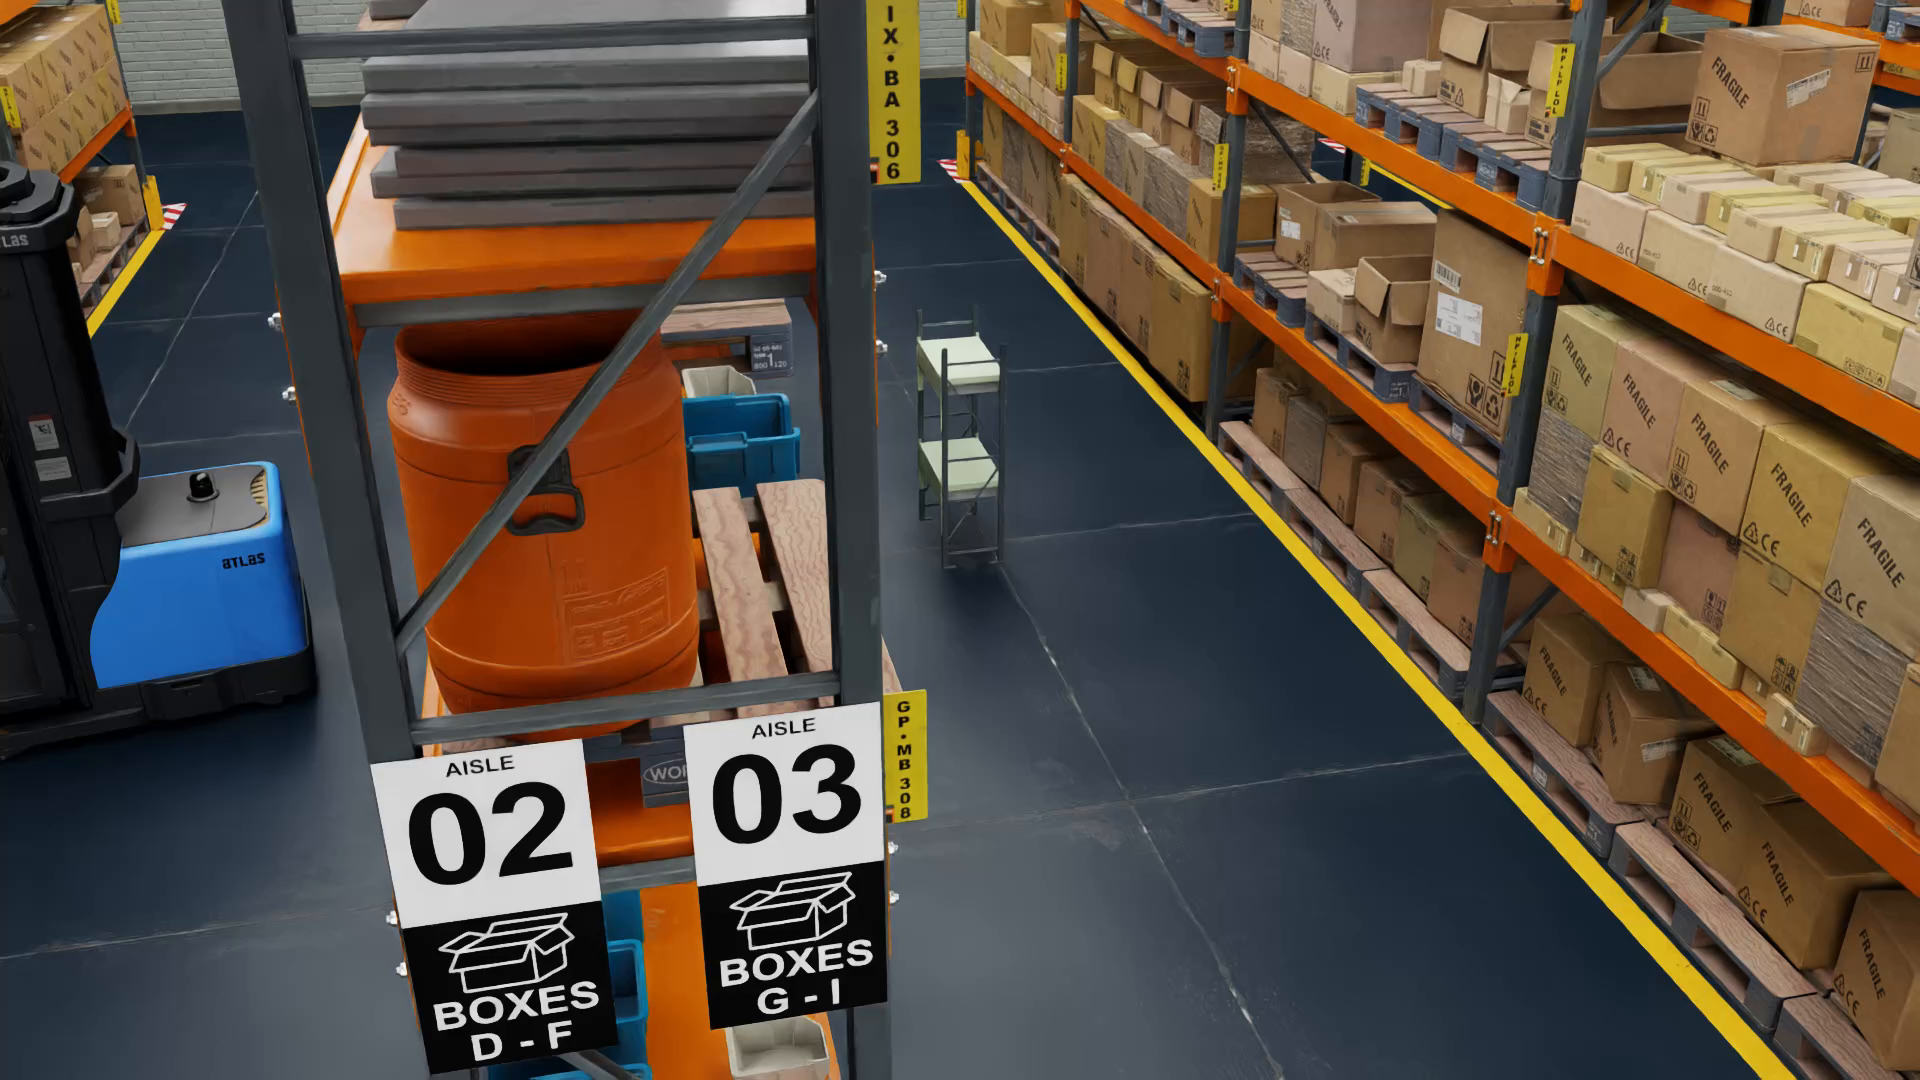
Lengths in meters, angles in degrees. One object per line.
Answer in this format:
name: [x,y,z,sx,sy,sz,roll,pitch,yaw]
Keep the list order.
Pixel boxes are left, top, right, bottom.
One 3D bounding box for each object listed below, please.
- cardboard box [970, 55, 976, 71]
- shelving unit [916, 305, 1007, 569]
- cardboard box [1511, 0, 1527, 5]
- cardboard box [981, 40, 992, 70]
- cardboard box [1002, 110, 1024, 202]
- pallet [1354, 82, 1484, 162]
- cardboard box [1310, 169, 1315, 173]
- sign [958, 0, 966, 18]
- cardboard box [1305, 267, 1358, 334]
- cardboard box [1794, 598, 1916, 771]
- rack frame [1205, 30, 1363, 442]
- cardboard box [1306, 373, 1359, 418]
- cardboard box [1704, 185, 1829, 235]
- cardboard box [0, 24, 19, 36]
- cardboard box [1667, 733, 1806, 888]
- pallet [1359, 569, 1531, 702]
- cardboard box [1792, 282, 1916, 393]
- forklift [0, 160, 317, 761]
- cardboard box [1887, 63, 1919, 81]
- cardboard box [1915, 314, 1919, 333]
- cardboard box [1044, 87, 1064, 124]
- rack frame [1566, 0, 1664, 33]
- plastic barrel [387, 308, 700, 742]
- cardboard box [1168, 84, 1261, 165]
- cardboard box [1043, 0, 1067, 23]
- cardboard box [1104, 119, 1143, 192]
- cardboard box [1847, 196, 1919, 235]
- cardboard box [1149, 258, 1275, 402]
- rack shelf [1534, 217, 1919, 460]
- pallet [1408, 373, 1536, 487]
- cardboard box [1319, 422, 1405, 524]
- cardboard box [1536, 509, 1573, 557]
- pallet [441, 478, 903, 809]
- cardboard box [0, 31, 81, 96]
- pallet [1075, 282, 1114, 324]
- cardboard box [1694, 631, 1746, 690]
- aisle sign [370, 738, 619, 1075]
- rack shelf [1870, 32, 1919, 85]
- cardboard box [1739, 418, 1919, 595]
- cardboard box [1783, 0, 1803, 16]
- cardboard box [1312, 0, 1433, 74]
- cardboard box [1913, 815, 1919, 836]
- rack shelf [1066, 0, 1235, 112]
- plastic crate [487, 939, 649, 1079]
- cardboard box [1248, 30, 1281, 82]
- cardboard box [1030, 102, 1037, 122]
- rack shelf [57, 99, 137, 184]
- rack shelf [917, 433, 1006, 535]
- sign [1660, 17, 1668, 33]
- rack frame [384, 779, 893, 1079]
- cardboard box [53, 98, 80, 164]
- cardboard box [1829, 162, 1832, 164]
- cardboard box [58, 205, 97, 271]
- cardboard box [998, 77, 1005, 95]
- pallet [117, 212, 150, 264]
cardboard box: [0.323,-5.368,18.681,0.380,0.149,0.250,-6,27,-11]
shelving unit: [0.002,-0.667,10.753,0.431,1.500,0.755,-6,27,-12]
cardboard box: [5.829,-5.401,16.918,0.500,0.500,0.500,-7,28,-13]
cardboard box: [0.533,-5.269,18.043,0.500,0.250,0.500,-6,27,-12]
cardboard box: [0.991,-4.236,18.051,0.875,0.875,0.875,-6,27,-12]
pallet: [2.996,-2.393,9.388,1.213,0.211,1.003,-6,27,-12]
cardboard box: [2.404,-2.669,12.944,0.500,0.500,0.500,-7,28,-13]
sign: [0.022,-6.037,18.680,0.100,0.325,0.005,-6,27,-12]
cardboard box: [2.521,-1.518,10.476,0.500,0.250,0.500,-7,28,-13]
cardboard box: [3.772,0.502,6.332,0.875,0.500,0.500,-6,27,-12]
rack frame: [2.367,-2.157,12.041,1.000,3.000,0.127,-6,27,-12]
cardboard box: [2.677,-1.049,11.300,0.500,0.250,0.500,-3,27,-6]
cardboard box: [3.306,-1.342,6.822,0.380,0.149,0.250,-5,27,-10]
cardboard box: [-9.012,-4.485,15.433,0.500,0.500,0.500,-6,27,-11]
cardboard box: [3.672,1.222,7.654,0.500,0.500,0.500,-8,28,-16]
pallet: [3.091,0.502,9.867,1.003,0.211,1.213,-6,27,-12]
cardboard box: [3.473,-0.768,6.127,0.500,0.250,0.500,-6,27,-12]
forklift: [-5.187,-0.377,8.590,3.031,2.935,1.130,-10,29,-19]
cardboard box: [10.646,-5.367,18.290,0.500,0.500,0.500,-7,28,-13]
cardboard box: [3.517,-0.757,5.663,0.380,0.149,0.250,-7,28,-14]
cardboard box: [1.110,-4.146,15.818,0.500,0.250,0.500,-6,27,-13]
rack frame: [6.321,-4.372,16.430,1.000,3.000,0.127,-6,27,-12]
plastic barrel: [-0.889,-0.061,3.616,0.600,0.830,0.708,-6,27,-12]
cardboard box: [2.074,-3.258,12.999,0.797,0.503,0.637,-5,27,-10]
cardboard box: [0.930,-5.882,18.426,0.500,0.500,0.500,-6,27,-11]
cardboard box: [1.552,-3.290,14.175,0.500,0.500,0.500,-7,28,-13]
cardboard box: [3.809,-1.271,6.680,0.380,0.149,0.250,-5,27,-10]
cardboard box: [2.232,-1.701,13.030,1.225,0.875,0.875,-7,28,-14]
rack shelf: [3.719,-0.541,6.309,1.077,0.370,4.000,-6,27,-12]
pallet: [3.238,-0.666,9.299,1.003,0.211,1.213,-6,27,-12]
cardboard box: [2.809,-0.455,10.955,0.700,0.500,0.500,-4,27,-7]
cardboard box: [3.067,-0.053,8.151,0.380,0.149,0.250,-6,27,-12]
pallet: [-0.747,0.230,4.192,1.003,0.211,1.213,-6,27,-12]
cardboard box: [-8.368,-4.314,15.094,0.500,0.500,0.500,-5,27,-10]
pallet: [1.713,-2.337,15.493,1.003,0.211,1.213,-6,27,-12]
cardboard box: [3.375,0.493,7.069,0.380,0.149,0.250,-6,27,-12]
aisle sign: [-0.929,0.759,3.378,0.394,0.787,0.004,-6,27,-12]
rack shelf: [7.673,-2.756,10.698,1.077,0.370,4.000,-6,27,-12]
cardboard box: [3.472,-0.144,6.502,0.500,0.500,0.500,-6,27,-12]
cardboard box: [6.720,-4.443,13.131,0.500,0.500,0.500,-6,27,-12]
cardboard box: [2.453,-3.088,9.892,0.500,0.500,0.500,-7,28,-13]
cardboard box: [3.701,1.037,5.991,0.380,0.149,0.250,-6,27,-12]
rack shelf: [1.916,-4.053,13.267,1.077,0.370,4.000,-6,27,-12]
plastic crate: [-1.201,1.449,5.061,0.499,0.251,0.408,-6,27,-12]
cardboard box: [2.225,-3.197,10.939,0.500,0.250,0.500,-5,27,-11]
cardboard box: [0.904,-4.240,16.447,0.380,0.149,0.250,-5,27,-11]
rack shelf: [-8.638,-3.466,15.432,1.077,0.370,4.000,-6,27,-12]
rack shelf: [0.002,-0.376,10.900,0.431,0.370,0.720,-6,27,-12]
sign: [6.861,-4.947,16.284,0.100,0.325,0.005,-6,27,-12]
rack frame: [-0.656,1.858,4.087,1.000,3.000,0.127,-6,27,-12]
cardboard box: [-8.265,-3.649,14.886,0.500,0.500,0.500,-6,27,-12]
cardboard box: [6.667,-2.995,13.184,0.380,0.149,0.250,-5,27,-11]
cardboard box: [-8.615,-2.815,15.627,0.797,0.503,0.637,-6,27,-12]
cardboard box: [0.615,-4.803,17.563,0.380,0.149,0.250,-6,27,-12]
pallet: [-8.891,-3.036,16.879,1.003,0.211,1.213,-6,27,-12]
